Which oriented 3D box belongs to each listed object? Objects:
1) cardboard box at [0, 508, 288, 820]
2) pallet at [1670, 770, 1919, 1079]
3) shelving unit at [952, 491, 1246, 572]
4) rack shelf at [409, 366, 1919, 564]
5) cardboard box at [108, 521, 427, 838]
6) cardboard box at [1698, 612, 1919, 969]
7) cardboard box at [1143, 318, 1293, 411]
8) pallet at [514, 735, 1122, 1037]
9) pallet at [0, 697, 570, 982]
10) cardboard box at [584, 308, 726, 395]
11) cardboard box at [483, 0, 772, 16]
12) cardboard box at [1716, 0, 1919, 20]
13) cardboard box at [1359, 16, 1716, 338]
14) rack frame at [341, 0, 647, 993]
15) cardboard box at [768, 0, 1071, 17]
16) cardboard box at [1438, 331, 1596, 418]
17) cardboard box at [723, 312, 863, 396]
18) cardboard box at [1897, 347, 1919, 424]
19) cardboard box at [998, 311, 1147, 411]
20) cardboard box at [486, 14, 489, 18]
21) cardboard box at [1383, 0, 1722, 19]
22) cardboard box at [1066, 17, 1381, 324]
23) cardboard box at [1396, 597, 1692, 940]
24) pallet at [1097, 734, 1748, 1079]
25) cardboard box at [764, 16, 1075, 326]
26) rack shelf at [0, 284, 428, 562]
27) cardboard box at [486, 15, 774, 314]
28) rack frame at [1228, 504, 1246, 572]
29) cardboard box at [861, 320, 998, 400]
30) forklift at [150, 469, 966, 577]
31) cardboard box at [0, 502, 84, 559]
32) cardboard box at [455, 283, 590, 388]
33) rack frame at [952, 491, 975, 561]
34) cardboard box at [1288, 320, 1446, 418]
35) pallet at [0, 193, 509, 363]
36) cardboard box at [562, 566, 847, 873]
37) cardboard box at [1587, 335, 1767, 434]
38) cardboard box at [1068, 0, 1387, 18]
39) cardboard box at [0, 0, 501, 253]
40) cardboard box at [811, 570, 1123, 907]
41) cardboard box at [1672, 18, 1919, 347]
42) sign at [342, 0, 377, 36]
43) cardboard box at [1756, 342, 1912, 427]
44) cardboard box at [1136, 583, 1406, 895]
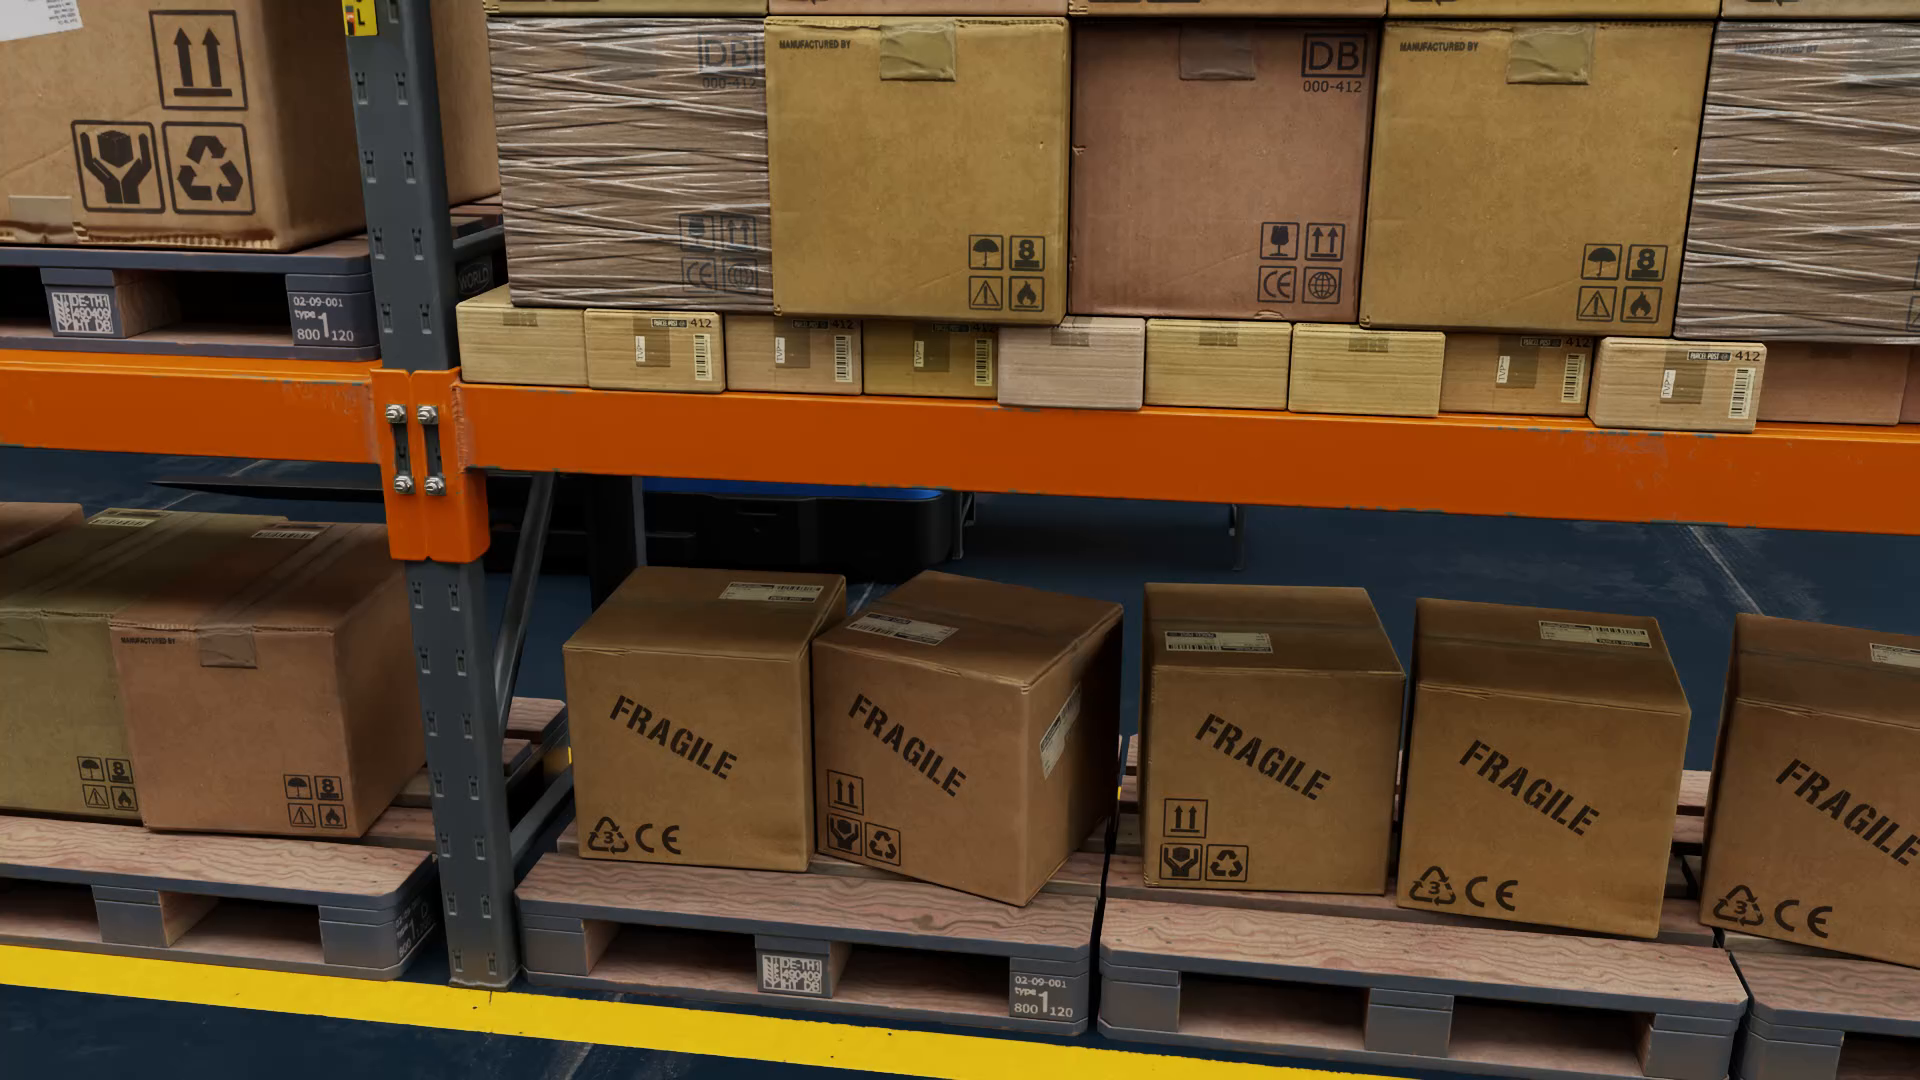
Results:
[{"bbox_3d":[-2.002,0.273,4.005,0.500,0.500,0.700,3,19,8],"label":"cardboard box"},{"bbox_3d":[2.147,0.832,3.484,1.213,0.211,1.003,3,19,9],"label":"pallet"},{"bbox_3d":[0.521,-0.696,6.019,1.048,1.500,0.538,2,19,6],"label":"shelving unit"},{"bbox_3d":[1.044,-0.194,3.289,4.000,0.370,1.077,3,19,9],"label":"rack shelf"},{"bbox_3d":[-1.534,0.303,3.915,0.500,0.500,0.700,1,19,4],"label":"cardboard box"},{"bbox_3d":[1.809,0.496,3.372,0.500,0.500,0.500,8,20,23],"label":"cardboard box"},{"bbox_3d":[0.472,-0.356,3.037,0.250,0.149,0.380,3,19,9],"label":"cardboard box"},{"bbox_3d":[-0.262,0.709,3.851,1.213,0.211,1.003,3,19,9],"label":"pallet"},{"bbox_3d":[-1.700,0.648,4.034,1.213,0.211,1.003,3,19,9],"label":"pallet"},{"bbox_3d":[-0.522,-0.395,3.152,0.250,0.149,0.380,3,19,9],"label":"cardboard box"},{"bbox_3d":[-0.527,-1.196,2.949,0.500,0.500,0.500,3,19,9],"label":"cardboard box"},{"bbox_3d":[1.448,-1.097,2.651,0.500,0.500,0.500,3,19,9],"label":"cardboard box"},{"bbox_3d":[0.988,-0.714,3.085,0.500,0.500,0.875,3,19,9],"label":"cardboard box"},{"bbox_3d":[-0.931,-0.636,3.476,0.127,3.000,1.000,3,19,9],"label":"rack frame"},{"bbox_3d":[-0.033,-1.172,2.875,0.500,0.500,0.500,3,19,9],"label":"cardboard box"},{"bbox_3d":[0.971,-0.342,2.994,0.250,0.149,0.380,3,19,9],"label":"cardboard box"},{"bbox_3d":[-0.271,-0.391,3.141,0.250,0.149,0.380,3,19,9],"label":"cardboard box"},{"bbox_3d":[1.718,-0.317,2.920,0.250,0.149,0.380,3,19,9],"label":"cardboard box"},{"bbox_3d":[0.218,-0.356,3.036,0.250,0.149,0.380,3,19,9],"label":"cardboard box"},{"bbox_3d":[-2.041,-2.806,8.229,0.500,0.500,0.700,3,19,8],"label":"cardboard box"},{"bbox_3d":[0.956,-1.124,2.734,0.500,0.500,0.500,3,19,9],"label":"cardboard box"},{"bbox_3d":[0.501,-0.753,3.198,0.500,0.500,0.875,3,19,9],"label":"cardboard box"},{"bbox_3d":[1.194,0.458,3.484,0.500,0.500,0.500,5,19,14],"label":"cardboard box"},{"bbox_3d":[0.946,0.770,3.669,1.213,0.211,1.003,3,19,9],"label":"pallet"},{"bbox_3d":[-0.008,-0.746,3.179,0.500,0.500,0.875,3,19,9],"label":"cardboard box"},{"bbox_3d":[-2.906,-0.395,3.891,4.000,0.370,1.077,3,19,9],"label":"rack shelf"},{"bbox_3d":[-0.497,-0.782,3.287,0.500,0.500,0.875,3,19,9],"label":"cardboard box"},{"bbox_3d":[1.026,-0.677,5.963,0.032,1.500,0.500,2,19,6],"label":"rack frame"},{"bbox_3d":[-0.022,-0.381,3.112,0.250,0.149,0.380,3,19,9],"label":"cardboard box"},{"bbox_3d":[-1.506,-1.445,6.004,3.031,2.935,1.130,2,19,6],"label":"forklift"},{"bbox_3d":[-2.554,0.245,4.089,0.500,0.500,0.700,1,19,4],"label":"cardboard box"},{"bbox_3d":[-0.767,-0.412,3.202,0.250,0.149,0.380,3,19,9],"label":"cardboard box"},{"bbox_3d":[0.016,-0.714,6.074,0.032,1.500,0.500,2,19,6],"label":"rack frame"},{"bbox_3d":[0.717,-0.340,2.989,0.250,0.149,0.380,3,19,9],"label":"cardboard box"},{"bbox_3d":[-1.663,-0.629,3.758,1.213,0.211,1.003,3,19,9],"label":"pallet"},{"bbox_3d":[-0.542,0.383,3.709,0.500,0.500,0.500,2,19,7],"label":"cardboard box"},{"bbox_3d":[1.206,-0.308,2.891,0.250,0.149,0.380,3,19,9],"label":"cardboard box"},{"bbox_3d":[0.460,-1.146,2.799,0.500,0.500,0.500,3,19,9],"label":"cardboard box"},{"bbox_3d":[-1.693,-1.203,3.565,1.000,1.000,1.000,3,19,9],"label":"cardboard box"},{"bbox_3d":[0.024,0.410,3.629,0.500,0.500,0.500,9,21,26],"label":"cardboard box"},{"bbox_3d":[1.480,-0.686,2.998,0.500,0.500,0.875,3,19,9],"label":"cardboard box"},{"bbox_3d":[-1.016,-1.011,2.772,0.005,0.325,0.100,3,19,9],"label":"sign"},{"bbox_3d":[1.467,-0.323,2.937,0.250,0.149,0.380,3,19,9],"label":"cardboard box"},{"bbox_3d":[0.650,0.416,3.610,0.500,0.500,0.500,1,19,4],"label":"cardboard box"}]
